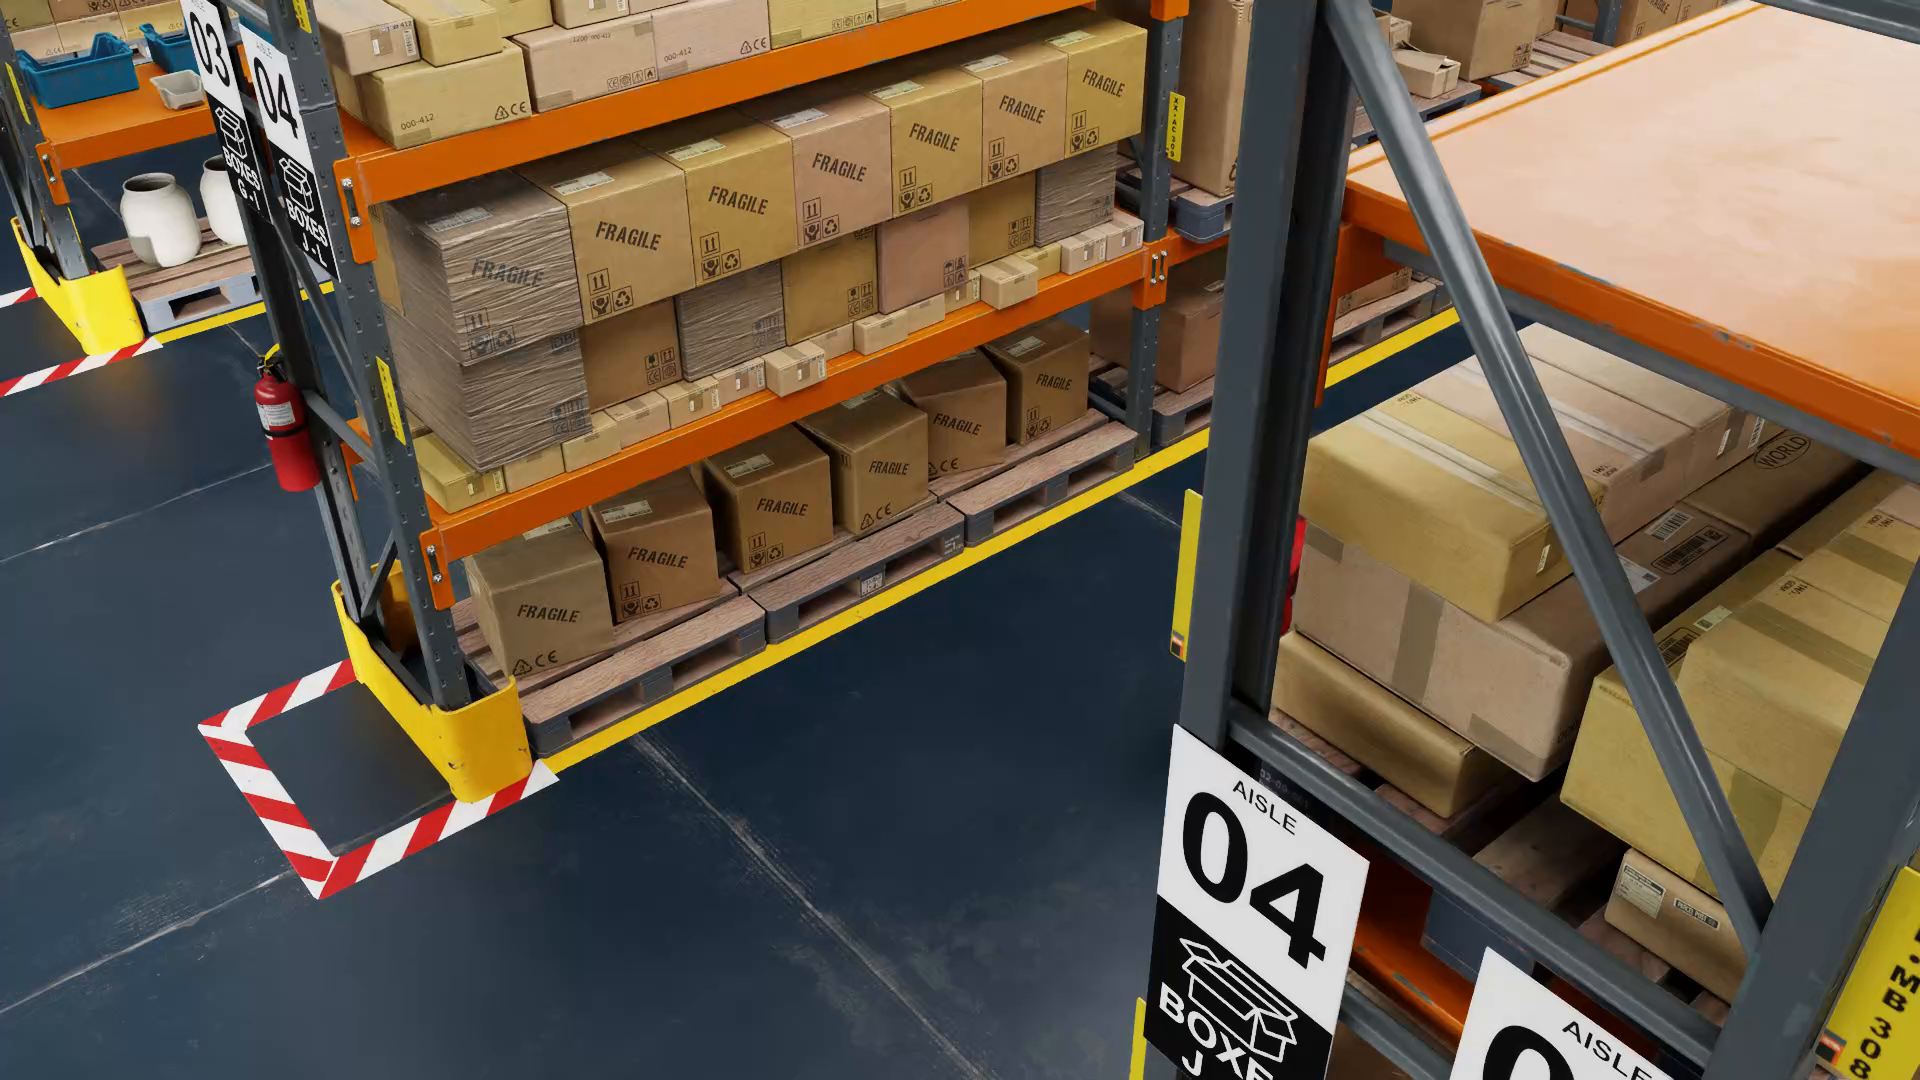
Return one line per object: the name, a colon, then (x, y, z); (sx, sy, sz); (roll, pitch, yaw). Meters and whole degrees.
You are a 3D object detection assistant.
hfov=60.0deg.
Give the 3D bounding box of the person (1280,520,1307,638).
person: (1.337, 0.311, 7.059); (0.580, 1.131, 0.805); (-26, 43, -32)
